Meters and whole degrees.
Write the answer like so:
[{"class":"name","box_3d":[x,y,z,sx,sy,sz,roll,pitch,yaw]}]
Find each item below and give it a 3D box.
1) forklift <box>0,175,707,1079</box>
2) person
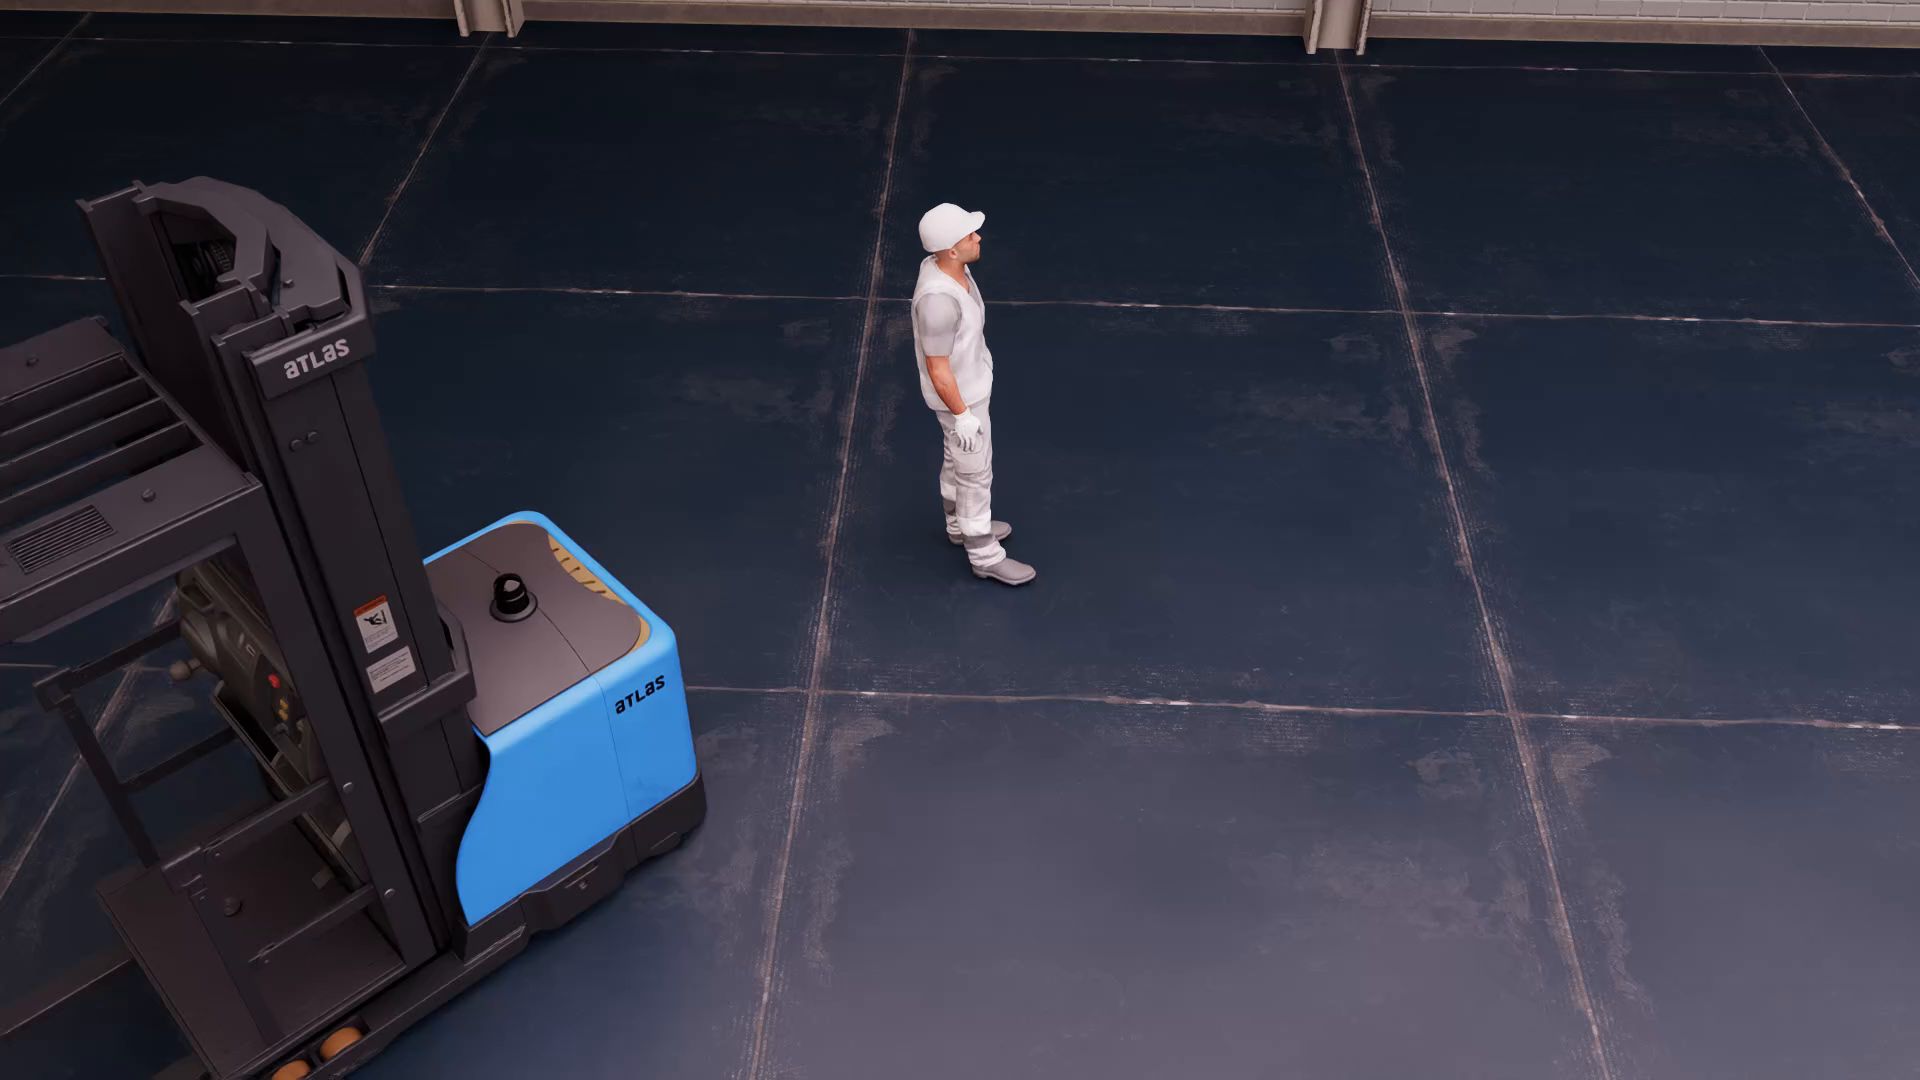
[{"class":"forklift","box_3d":[-2.432,0.485,5.211,3.031,2.935,1.130,-32,51,-30]},{"class":"person","box_3d":[0.080,-0.656,7.298,0.562,1.789,0.638,2,42,2]}]
